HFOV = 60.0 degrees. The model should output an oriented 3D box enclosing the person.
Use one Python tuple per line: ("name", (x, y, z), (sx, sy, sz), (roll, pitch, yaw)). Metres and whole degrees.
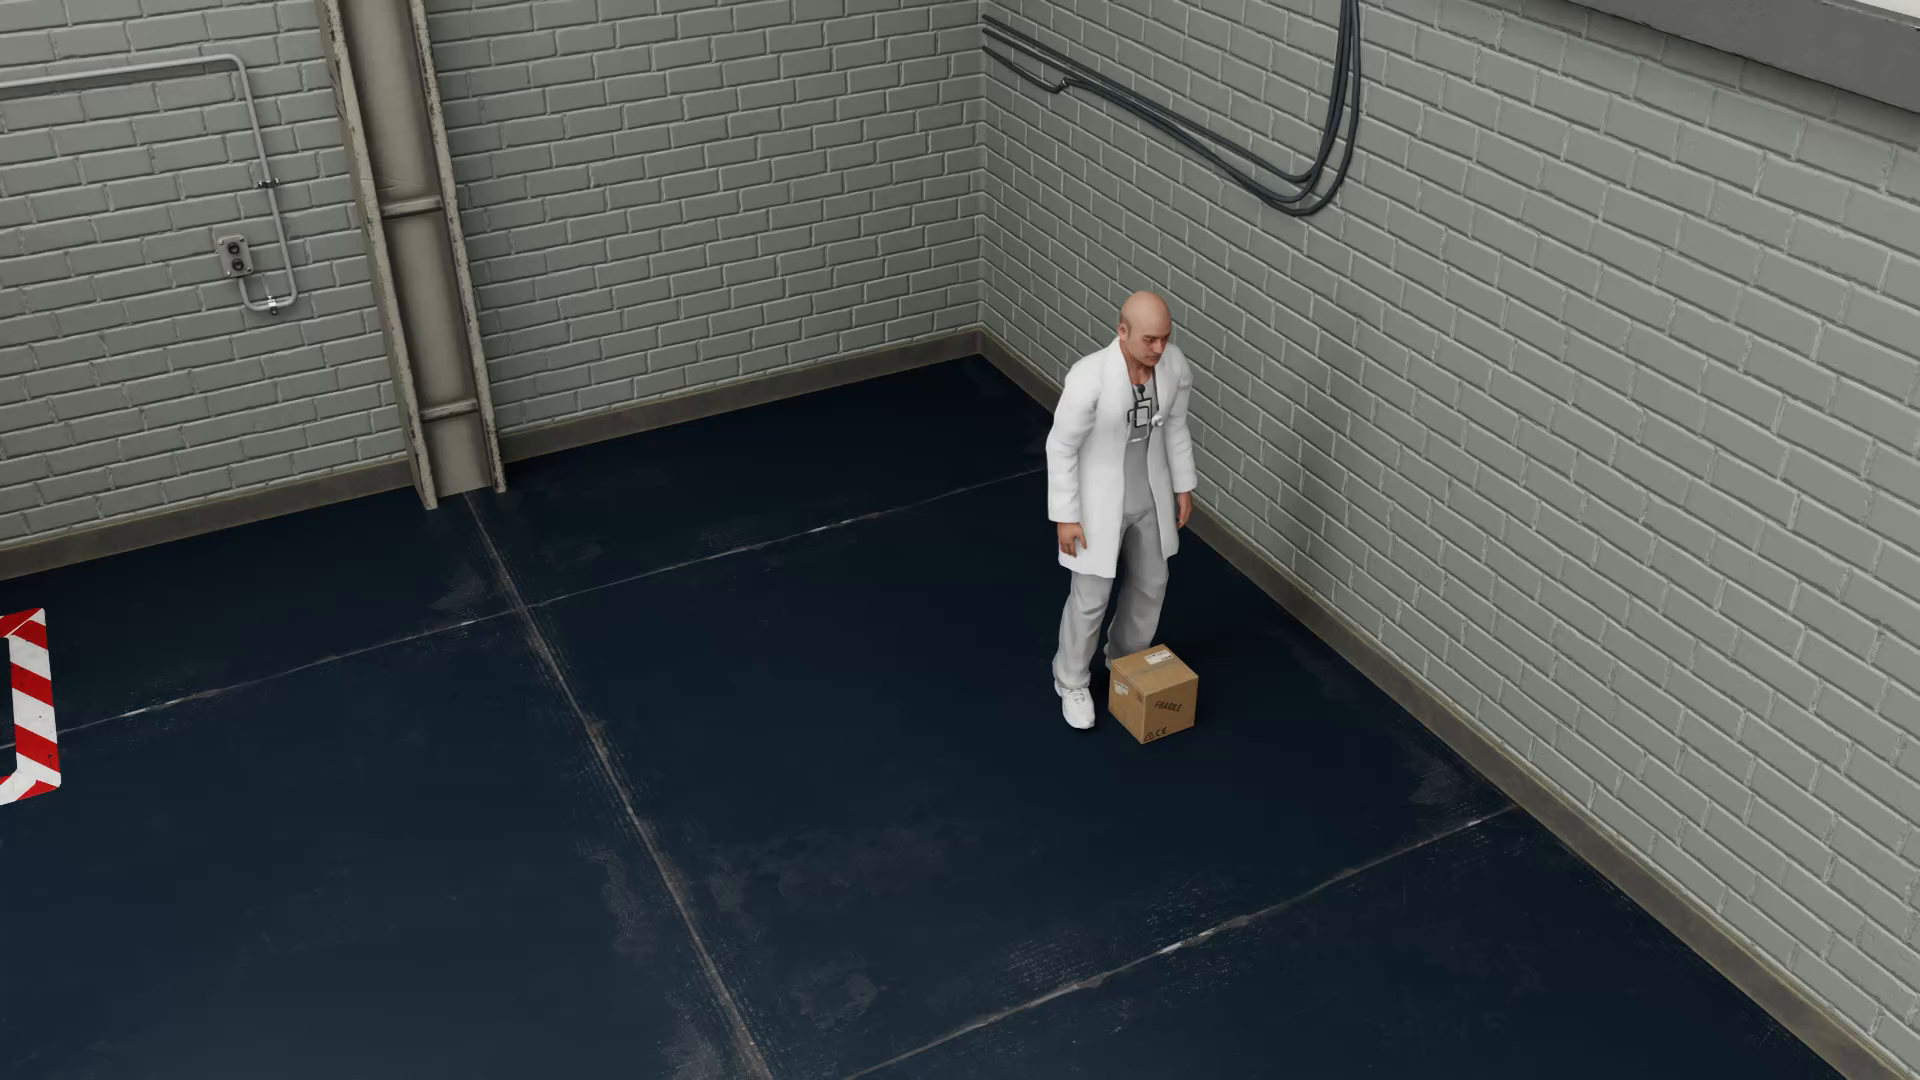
("person", (0.622, -0.137, 6.367), (0.644, 1.774, 0.428), (-16, 36, -23))
